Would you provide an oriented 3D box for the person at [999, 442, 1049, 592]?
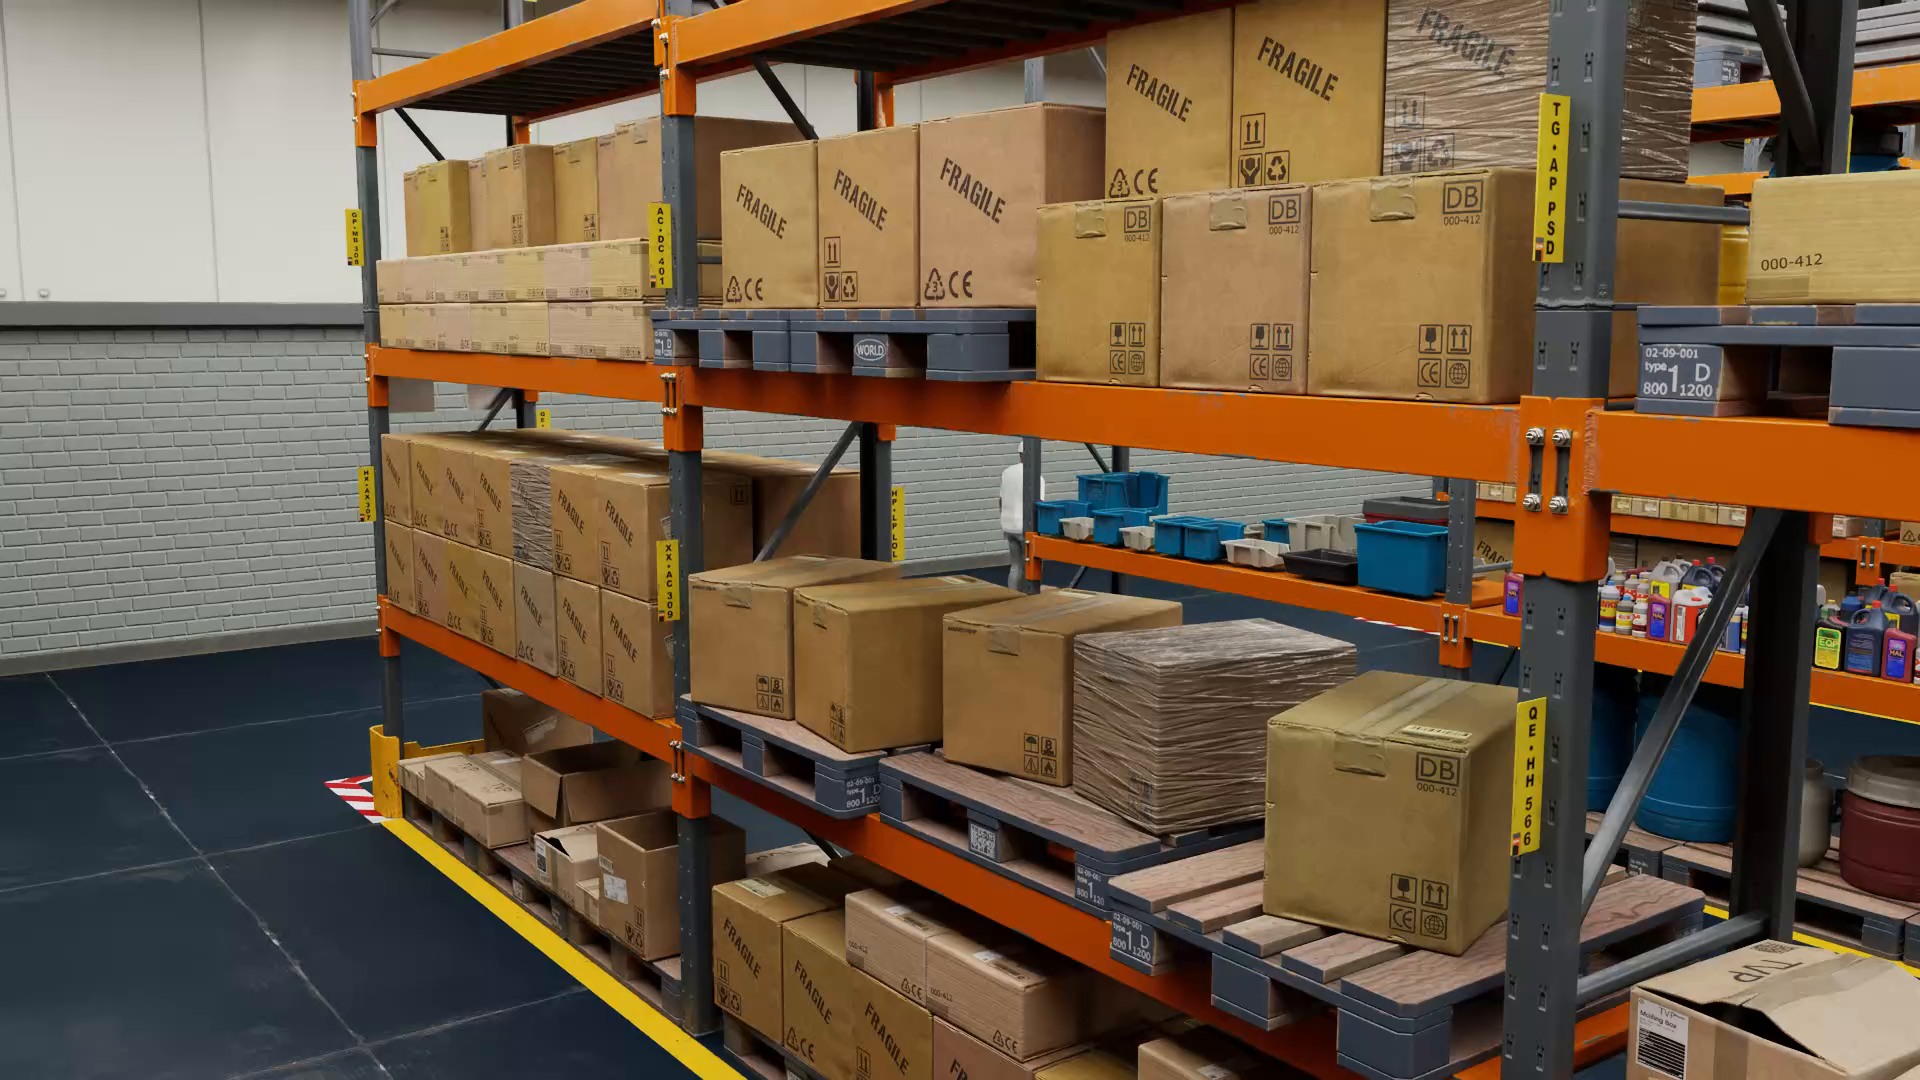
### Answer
[{"bbox_3d":[0.653,-0.120,16.627,0.463,1.759,0.626,-6,10,-38],"label":"person"}]
